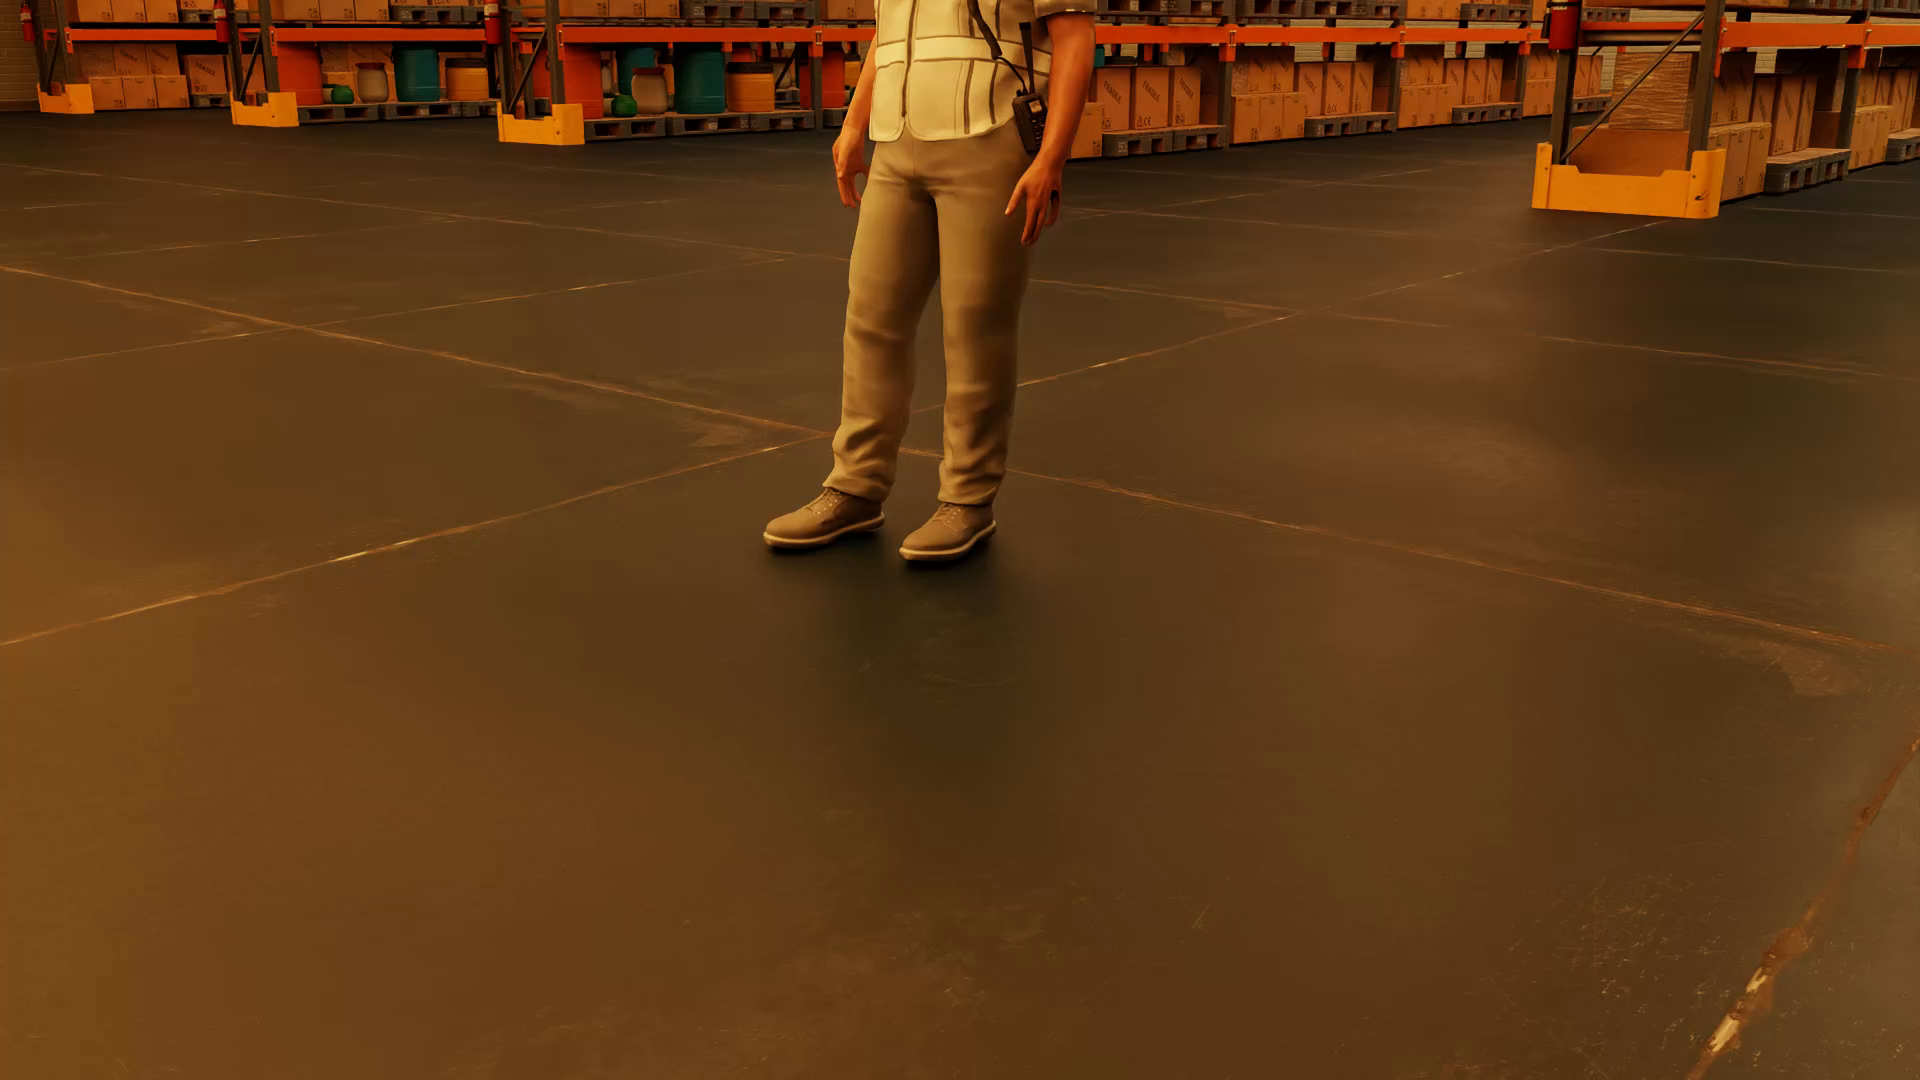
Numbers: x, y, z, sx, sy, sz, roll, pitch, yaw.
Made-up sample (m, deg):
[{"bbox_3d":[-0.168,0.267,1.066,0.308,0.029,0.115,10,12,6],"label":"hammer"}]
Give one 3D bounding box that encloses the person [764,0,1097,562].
[{"bbox_3d":[-0.059,-0.844,3.631,0.640,1.781,0.575,13,21,37],"label":"person"}]
